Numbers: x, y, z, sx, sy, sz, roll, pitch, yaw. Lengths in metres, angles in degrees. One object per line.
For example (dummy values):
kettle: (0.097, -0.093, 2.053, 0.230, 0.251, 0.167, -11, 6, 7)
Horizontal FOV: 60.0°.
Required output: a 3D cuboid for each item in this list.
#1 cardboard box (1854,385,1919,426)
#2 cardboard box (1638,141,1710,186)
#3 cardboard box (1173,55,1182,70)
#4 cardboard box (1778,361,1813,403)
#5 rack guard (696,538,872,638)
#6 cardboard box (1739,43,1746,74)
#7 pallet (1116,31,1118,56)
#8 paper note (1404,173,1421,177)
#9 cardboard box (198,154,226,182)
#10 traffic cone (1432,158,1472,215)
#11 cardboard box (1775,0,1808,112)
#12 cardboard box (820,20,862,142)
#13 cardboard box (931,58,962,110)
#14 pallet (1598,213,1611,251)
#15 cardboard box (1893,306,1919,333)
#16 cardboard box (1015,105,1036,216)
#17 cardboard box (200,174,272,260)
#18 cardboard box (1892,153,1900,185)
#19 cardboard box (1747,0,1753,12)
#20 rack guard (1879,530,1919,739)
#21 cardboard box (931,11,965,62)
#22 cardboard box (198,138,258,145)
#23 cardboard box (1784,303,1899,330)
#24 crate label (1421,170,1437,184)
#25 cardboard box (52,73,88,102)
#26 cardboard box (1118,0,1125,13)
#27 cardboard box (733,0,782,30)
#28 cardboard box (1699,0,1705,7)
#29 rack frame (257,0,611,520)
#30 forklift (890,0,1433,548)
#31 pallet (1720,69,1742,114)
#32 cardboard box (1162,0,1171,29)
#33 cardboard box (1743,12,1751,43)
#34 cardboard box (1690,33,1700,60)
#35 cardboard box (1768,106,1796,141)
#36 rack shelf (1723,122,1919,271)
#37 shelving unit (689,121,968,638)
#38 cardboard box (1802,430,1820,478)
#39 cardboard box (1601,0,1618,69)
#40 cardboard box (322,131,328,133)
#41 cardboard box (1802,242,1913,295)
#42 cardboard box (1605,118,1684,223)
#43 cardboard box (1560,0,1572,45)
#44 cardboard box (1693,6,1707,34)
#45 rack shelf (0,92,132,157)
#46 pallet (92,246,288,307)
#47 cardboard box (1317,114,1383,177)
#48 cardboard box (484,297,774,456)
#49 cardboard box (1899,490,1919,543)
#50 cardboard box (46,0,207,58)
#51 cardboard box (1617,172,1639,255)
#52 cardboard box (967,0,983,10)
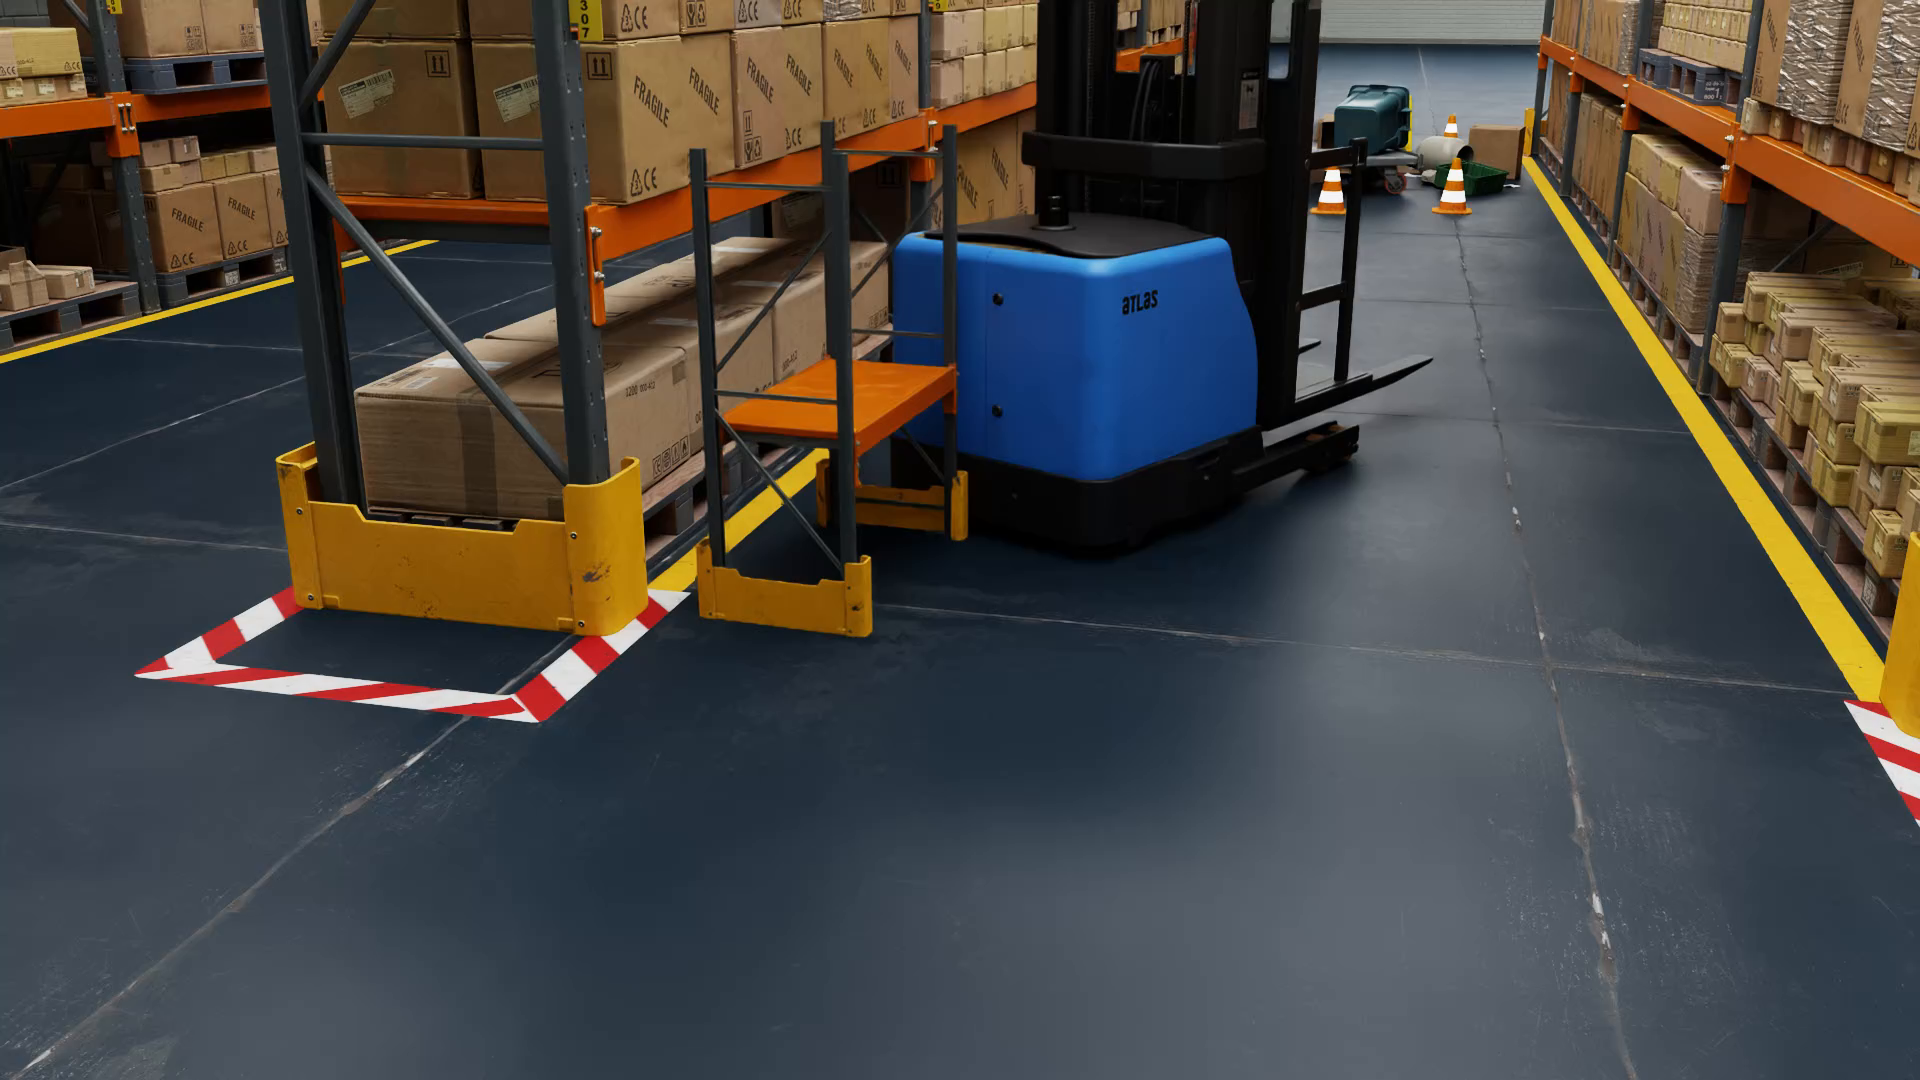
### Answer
cardboard box: (3.263, -0.414, 5.599, 0.380, 0.149, 0.250, 4, 19, 11)
cardboard box: (4.625, -2.377, 10.564, 0.500, 0.250, 0.500, 4, 19, 13)
cardboard box: (2.314, -5.397, 18.787, 0.380, 0.149, 0.250, 5, 20, 15)
cardboard box: (3.494, -0.602, 6.611, 0.380, 0.149, 0.250, 5, 19, 13)
rack guard: (-0.568, 0.153, 5.353, 0.587, 0.250, 0.087, 6, 20, 17)
cardboard box: (4.142, -2.410, 8.342, 0.380, 0.149, 0.250, 5, 19, 14)
pallet: (0.771, -4.255, 14.300, 1.003, 0.211, 1.213, 5, 19, 13)
paper note: (4.686, -3.778, 17.212, 0.172, 0.023, 0.155, 12, 22, 32)
cardboard box: (-5.075, -2.447, 10.926, 0.380, 0.149, 0.250, 4, 19, 11)
traffic cone: (4.337, -3.115, 14.591, 0.336, 0.463, 0.334, 5, 19, 13)
cardboard box: (3.695, -2.006, 6.805, 0.500, 0.500, 0.500, 5, 19, 13)
cardboard box: (-0.745, -2.029, 7.334, 0.500, 0.500, 0.500, 4, 19, 13)
cardboard box: (-0.287, -2.514, 9.140, 0.500, 0.250, 0.500, 4, 19, 12)
pallet: (5.417, -2.284, 12.548, 1.003, 0.211, 1.213, 5, 19, 13)
cardboard box: (4.123, -0.871, 6.937, 0.380, 0.149, 0.250, 5, 20, 15)
cardboard box: (0.078, -2.705, 12.104, 0.875, 0.875, 0.875, 4, 19, 13)
cardboard box: (-5.008, -2.176, 11.136, 0.500, 0.500, 0.500, 4, 19, 13)
cardboard box: (3.403, -1.257, 5.617, 0.380, 0.149, 0.250, 4, 19, 11)
cardboard box: (4.148, -2.696, 8.258, 0.380, 0.149, 0.250, 4, 19, 12)
rack guard: (3.216, 0.304, 4.524, 1.175, 0.500, 0.348, 5, 19, 13)
cardboard box: (-0.269, -2.749, 9.055, 0.500, 0.250, 0.500, 4, 19, 12)
cardboard box: (-5.288, -2.806, 11.975, 0.380, 0.149, 0.250, 4, 19, 11)
cardboard box: (3.709, -0.900, 7.022, 0.380, 0.149, 0.250, 4, 19, 12)
crate label: (4.739, -3.598, 16.509, 0.298, 0.136, 0.250, -9, 21, -24)
cardboard box: (-5.297, -2.620, 9.606, 0.380, 0.149, 0.250, 5, 19, 14)
cardboard box: (1.162, -4.883, 14.577, 0.500, 0.500, 0.500, 5, 20, 15)
cardboard box: (-0.996, -2.187, 6.249, 0.500, 0.500, 0.500, 5, 19, 13)
cardboard box: (4.531, -3.182, 9.682, 0.380, 0.149, 0.250, 5, 20, 15)
rack frame: (-1.628, -1.214, 5.102, 1.000, 3.000, 0.127, 5, 19, 13)
forklift: (1.069, -1.763, 6.815, 1.130, 2.935, 3.031, 15, 24, 38)
pallet: (4.502, -2.246, 8.420, 1.003, 0.211, 1.213, 5, 19, 13)
cardboard box: (1.917, -5.595, 17.313, 0.500, 0.500, 0.500, 4, 19, 13)
cardboard box: (4.143, -2.552, 8.298, 0.380, 0.149, 0.250, 5, 19, 14)
cardboard box: (4.525, -2.902, 9.783, 0.380, 0.149, 0.250, 5, 19, 14)
cardboard box: (3.797, -1.840, 7.323, 0.380, 0.149, 0.250, 5, 20, 15)
rack shelf: (3.686, -1.142, 6.002, 1.077, 0.370, 4.000, 5, 19, 13)
shelving unit: (-0.413, -0.591, 5.599, 0.587, 1.500, 1.083, 6, 20, 17)
cardboard box: (3.372, -0.298, 6.181, 0.380, 0.149, 0.250, 5, 19, 14)
cardboard box: (5.247, -3.885, 12.767, 0.500, 0.500, 0.500, 4, 19, 12)
cardboard box: (-4.615, -3.014, 12.586, 0.380, 0.149, 0.250, 5, 20, 15)
cardboard box: (4.612, -1.335, 8.674, 0.500, 0.500, 0.500, 5, 20, 16)
cardboard box: (5.388, -2.680, 12.225, 1.050, 0.750, 0.750, 4, 19, 13)
cardboard box: (6.598, -5.312, 16.867, 0.875, 0.550, 0.500, 5, 19, 13)
cardboard box: (4.526, -3.044, 9.737, 0.380, 0.149, 0.250, 4, 19, 13)
rack shelf: (-5.953, -1.892, 8.198, 1.077, 0.370, 4.000, 5, 19, 13)
pallet: (-5.302, -1.797, 11.123, 1.003, 0.211, 1.213, 5, 19, 13)
cardboard box: (4.087, -4.068, 17.109, 0.797, 0.637, 0.503, 5, 19, 13)
cardboard box: (-1.348, -0.703, 6.919, 0.875, 0.438, 0.875, 5, 20, 15)
cardboard box: (3.049, -0.033, 4.945, 0.380, 0.149, 0.250, 4, 19, 12)
cardboard box: (-5.129, -3.239, 10.225, 0.700, 0.500, 0.500, 5, 20, 15)
cardboard box: (4.732, -2.177, 11.137, 0.500, 0.500, 0.500, 4, 19, 11)
cardboard box: (-0.167, -3.265, 9.405, 0.500, 0.500, 0.500, 5, 19, 13)
